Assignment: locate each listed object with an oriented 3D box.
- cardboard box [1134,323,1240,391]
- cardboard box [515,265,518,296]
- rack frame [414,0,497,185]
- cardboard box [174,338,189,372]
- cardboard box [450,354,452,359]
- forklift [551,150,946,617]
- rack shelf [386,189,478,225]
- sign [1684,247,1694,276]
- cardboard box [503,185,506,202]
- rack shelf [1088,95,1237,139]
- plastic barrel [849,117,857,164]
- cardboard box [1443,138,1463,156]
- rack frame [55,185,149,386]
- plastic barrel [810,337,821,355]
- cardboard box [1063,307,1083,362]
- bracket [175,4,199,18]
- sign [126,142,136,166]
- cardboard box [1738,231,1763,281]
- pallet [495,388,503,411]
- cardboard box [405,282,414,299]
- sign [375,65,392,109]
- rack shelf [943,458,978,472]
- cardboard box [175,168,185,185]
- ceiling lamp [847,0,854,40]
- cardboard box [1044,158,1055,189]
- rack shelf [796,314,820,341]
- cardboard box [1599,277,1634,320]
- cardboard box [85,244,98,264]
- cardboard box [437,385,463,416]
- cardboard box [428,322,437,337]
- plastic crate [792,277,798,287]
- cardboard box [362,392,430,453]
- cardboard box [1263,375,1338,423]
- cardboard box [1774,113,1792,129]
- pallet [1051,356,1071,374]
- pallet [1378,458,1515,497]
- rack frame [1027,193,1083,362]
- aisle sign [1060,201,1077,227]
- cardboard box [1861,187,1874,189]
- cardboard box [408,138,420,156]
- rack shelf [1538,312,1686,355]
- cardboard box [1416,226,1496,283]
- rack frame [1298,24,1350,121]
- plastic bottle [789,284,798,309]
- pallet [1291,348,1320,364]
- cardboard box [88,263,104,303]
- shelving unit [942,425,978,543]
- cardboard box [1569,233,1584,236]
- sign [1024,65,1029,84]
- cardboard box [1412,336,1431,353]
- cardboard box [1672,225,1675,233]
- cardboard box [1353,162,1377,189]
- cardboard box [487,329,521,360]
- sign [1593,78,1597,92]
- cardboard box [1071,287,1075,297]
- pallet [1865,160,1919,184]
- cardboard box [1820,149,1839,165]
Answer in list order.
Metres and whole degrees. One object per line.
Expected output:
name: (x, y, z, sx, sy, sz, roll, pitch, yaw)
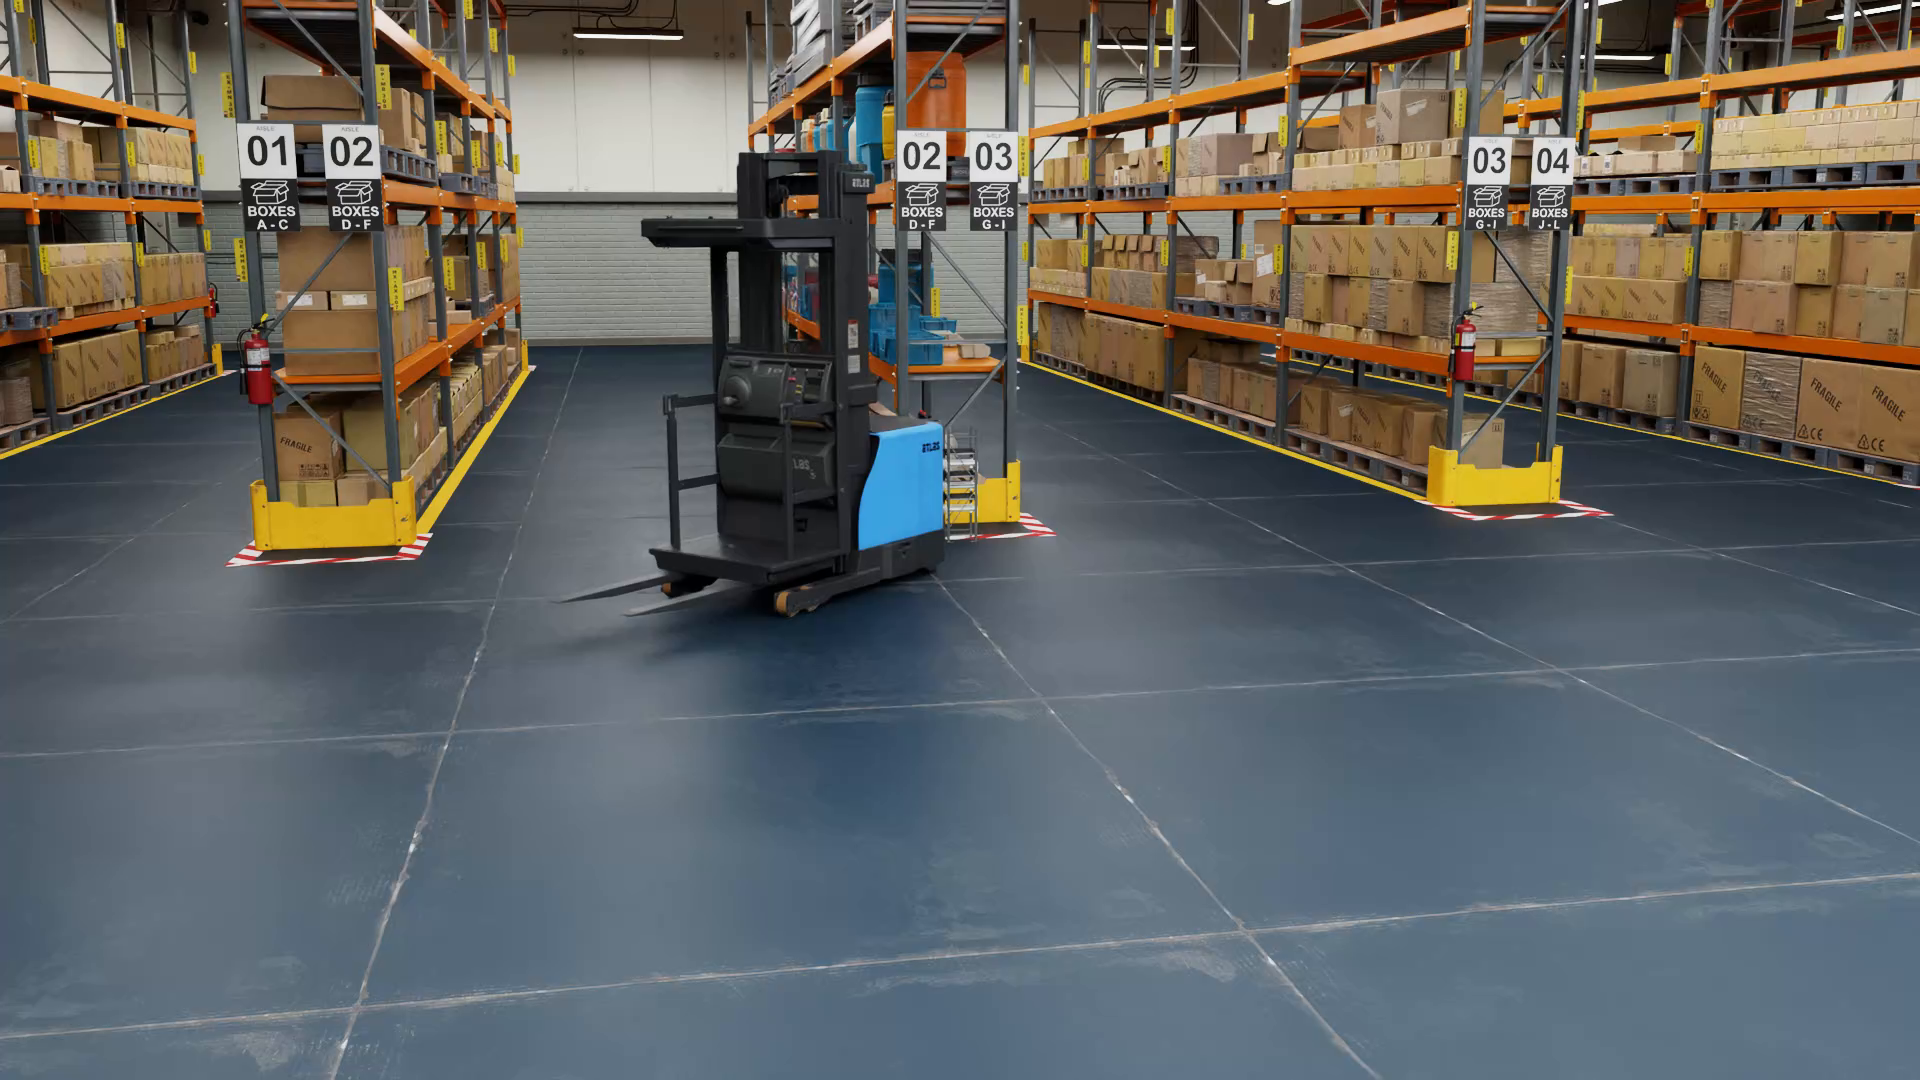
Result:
cardboard box: (3.160, -2.566, 23.215, 1.225, 0.875, 0.875, -3, 11, -14)
cardboard box: (-7.541, -4.266, 27.318, 0.500, 0.500, 0.500, -2, 11, -11)
rack frame: (-7.222, -6.597, 23.791, 1.000, 3.000, 0.127, -2, 11, -11)
cardboard box: (-12.428, -2.873, 25.829, 0.700, 0.500, 0.500, -2, 11, -13)
cardboard box: (-6.871, -2.446, 21.530, 0.500, 0.250, 0.500, -2, 11, -9)
forklift: (-1.349, -1.050, 10.872, 1.130, 2.935, 3.031, 7, 13, 34)
rack shelf: (-6.055, -3.670, 18.357, 1.077, 0.370, 4.000, -2, 11, -11)
sign: (8.407, -3.213, 19.169, 0.100, 0.325, 0.005, -2, 11, -11)
cardboard box: (-7.263, -5.332, 25.566, 0.500, 0.250, 0.500, -2, 11, -11)
rack shelf: (2.885, -6.040, 23.858, 1.077, 0.370, 4.000, -2, 11, -11)
plastic barrel: (-0.915, -4.011, 16.804, 0.421, 0.512, 0.421, 0, 11, 0)
cardboard box: (4.470, -3.444, 14.582, 0.380, 0.149, 0.250, -2, 11, -11)
rack frame: (-12.080, -3.469, 23.402, 1.000, 3.000, 0.127, -2, 11, -11)
plastic barrel: (-1.696, -2.325, 22.072, 0.600, 0.830, 0.708, -2, 11, -11)
cardboard box: (2.271, -3.461, 27.919, 0.875, 0.875, 0.875, -2, 11, -11)
bracket: (-14.310, -9.797, 30.978, 0.076, 0.066, 3.189, -2, 11, -11)
sign: (-11.550, -5.373, 23.157, 0.100, 0.325, 0.005, -2, 11, -11)
cardboard box: (9.196, -3.143, 18.398, 0.875, 0.550, 0.550, -2, 11, -11)
pallet: (-6.786, -1.908, 22.658, 1.003, 0.211, 1.213, -2, 11, -11)
cardboard box: (-5.103, -2.227, 14.873, 0.380, 0.149, 0.250, -2, 11, -9)
sign: (-4.342, -3.410, 12.520, 0.100, 0.325, 0.005, -2, 11, -11)
rack shelf: (-0.002, -0.588, 13.093, 0.258, 0.077, 0.200, -2, 11, -11)
cardboard box: (-12.353, -5.638, 25.785, 0.500, 0.250, 0.500, -3, 11, -13)
ceiling lamp: (-1.192, -10.962, 31.110, 2.000, 3.185, 0.800, -2, 11, -11)
cardboard box: (1.863, -6.321, 28.701, 0.700, 0.500, 0.500, -3, 11, -13)
rack shelf: (-1.195, -2.376, 19.581, 1.077, 0.370, 4.000, -2, 11, -11)
cardboard box: (8.377, -3.025, 20.799, 0.500, 0.500, 0.500, -2, 11, -10)
cardboard box: (-11.449, -3.685, 21.415, 0.500, 0.250, 0.500, -2, 11, -12)
cardboard box: (-5.594, -1.491, 17.738, 0.500, 0.311, 0.500, -2, 11, -12)
cardboard box: (-5.637, -2.230, 17.560, 0.380, 0.149, 0.250, -2, 11, -11)
plastic crate: (-2.478, -4.088, 26.807, 0.437, 0.282, 0.530, -2, 11, -11)
cardboard box: (-5.063, -1.055, 14.942, 0.500, 0.500, 0.500, -2, 11, -11)
cardboard box: (3.954, -1.644, 19.321, 0.700, 0.500, 0.500, -3, 11, -15)
cardboard box: (8.875, -4.436, 17.605, 0.380, 0.149, 0.250, -2, 11, -10)
pallet: (2.184, -3.006, 28.428, 1.003, 0.211, 1.213, -2, 11, -11)
pallet: (4.692, -0.603, 15.802, 1.003, 0.211, 1.213, -2, 11, -11)
rack frame: (1.718, -4.743, 30.096, 1.000, 3.000, 0.127, -2, 11, -11)
aisle sign: (1.999, -6.045, 29.979, 0.394, 0.787, 0.004, -2, 11, -11)
cardboard box: (12.939, -4.933, 23.430, 0.396, 0.266, 0.258, -2, 11, -11)
cardboard box: (-5.163, -3.597, 15.224, 0.380, 0.149, 0.250, -2, 11, -11)
rack shelf: (8.548, -2.718, 21.377, 1.077, 0.370, 4.000, -2, 11, -11)
cardboard box: (4.481, -2.587, 15.030, 0.500, 0.500, 0.500, -2, 11, -11)
rack frame: (6.603, -7.852, 30.385, 1.000, 3.000, 0.127, -2, 11, -11)
plastic bottle: (-2.294, -3.371, 23.016, 0.144, 0.351, 0.185, -2, 11, -11)
pallet: (6.741, -3.371, 30.344, 1.003, 0.211, 1.213, -2, 11, -11)
cardboard box: (-11.442, -3.322, 21.511, 0.500, 0.500, 0.500, -2, 11, -9)
shelving unit: (-0.002, -0.444, 13.120, 0.258, 0.900, 0.210, -2, 11, -11)
cardboard box: (11.468, -5.357, 30.378, 0.500, 0.500, 0.500, -2, 11, -11)
sign: (1.173, -8.208, 29.333, 0.100, 0.325, 0.005, -2, 11, -11)
cardboard box: (4.425, -1.820, 15.409, 0.380, 0.149, 0.250, -2, 11, -11)
cardboard box: (12.345, -5.343, 28.569, 0.380, 0.149, 0.250, -2, 11, -10)
cardboard box: (4.193, -3.566, 16.287, 0.500, 0.250, 0.500, -2, 11, -12)
cardboard box: (-7.652, -3.281, 27.922, 0.500, 0.500, 0.500, -2, 11, -11)
sign: (11.974, -8.566, 31.423, 0.100, 0.325, 0.005, -2, 11, -11)
cardboard box: (2.016, -4.025, 26.991, 0.380, 0.149, 0.250, -2, 11, -12)
pallet: (9.561, -3.536, 15.969, 1.003, 0.211, 1.213, -2, 11, -11)
cardboard box: (9.022, -3.905, 16.948, 0.380, 0.149, 0.250, -2, 11, -10)
